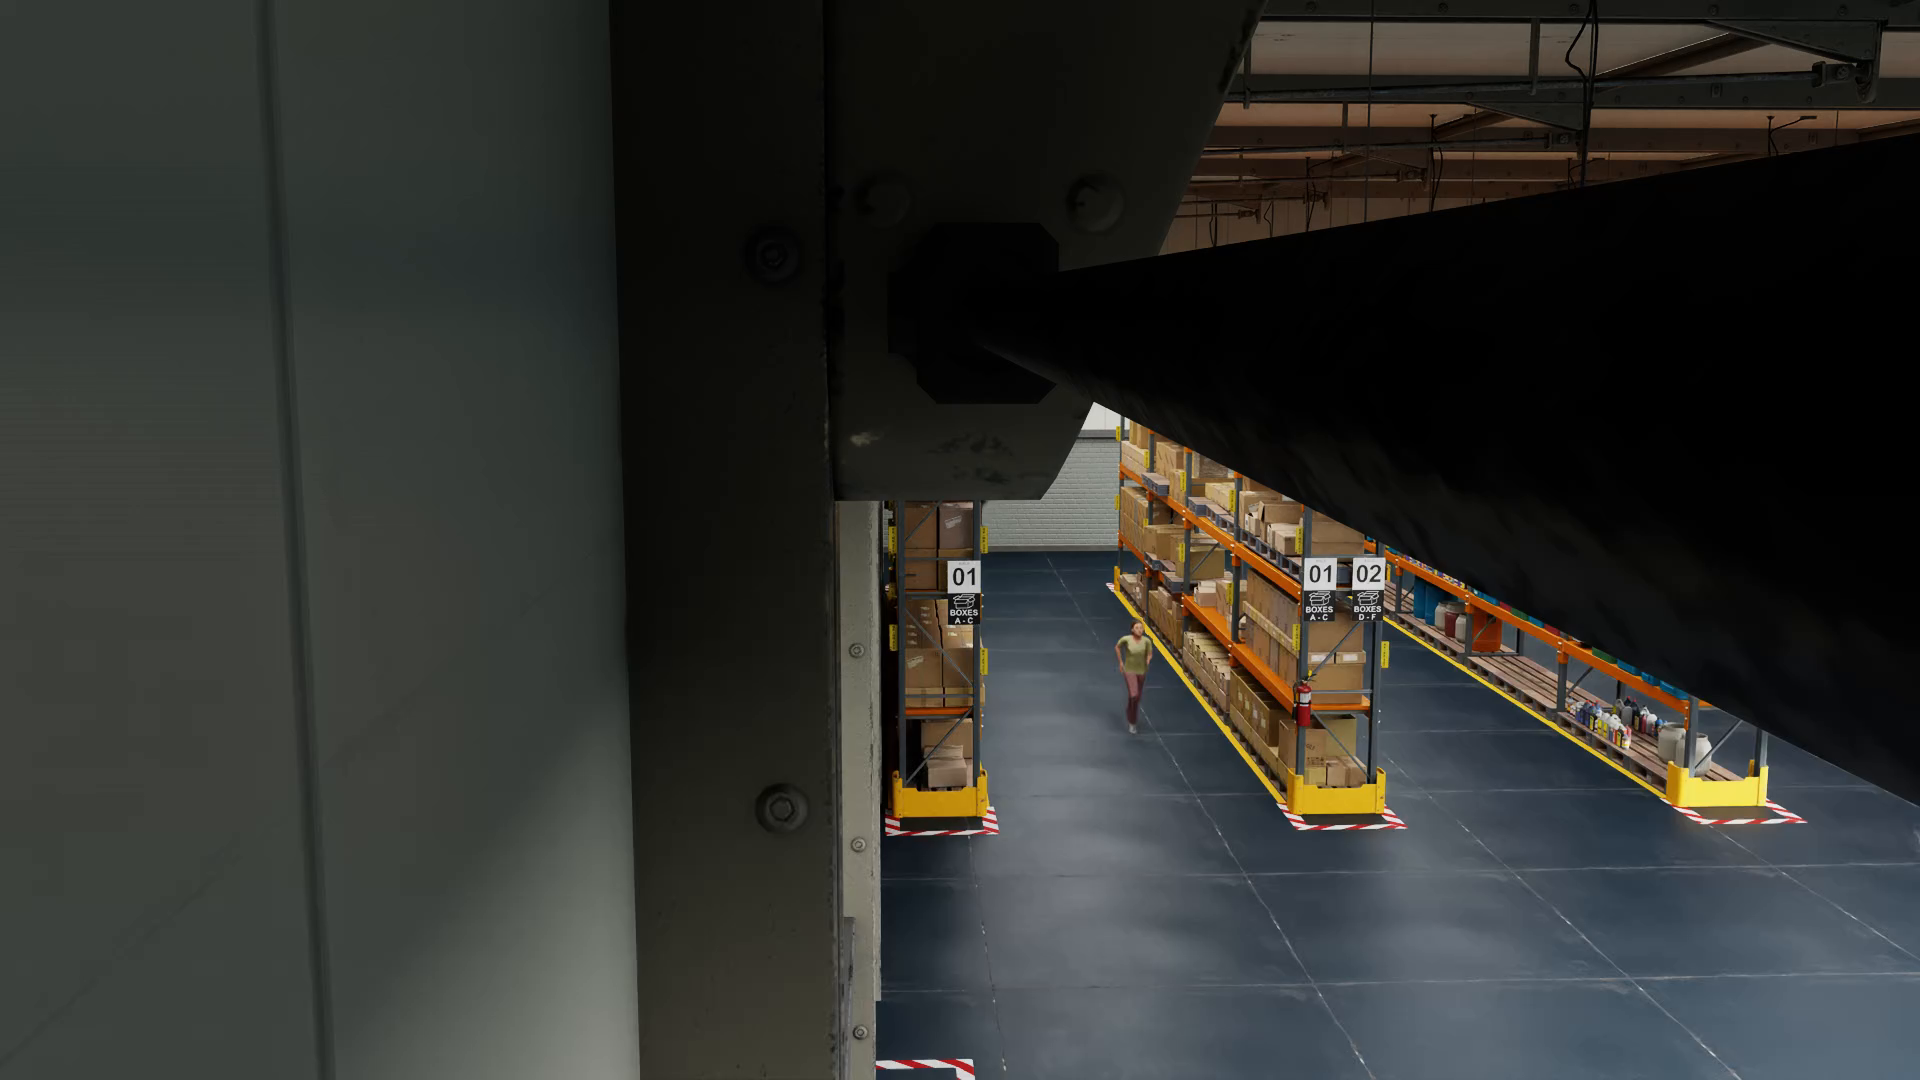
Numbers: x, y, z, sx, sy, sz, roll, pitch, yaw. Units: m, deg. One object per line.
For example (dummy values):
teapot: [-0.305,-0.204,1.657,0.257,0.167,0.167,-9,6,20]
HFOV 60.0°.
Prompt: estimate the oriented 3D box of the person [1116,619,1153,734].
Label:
person: [2.591,1.996,24.605,0.497,1.694,0.793,-2,9,-15]
